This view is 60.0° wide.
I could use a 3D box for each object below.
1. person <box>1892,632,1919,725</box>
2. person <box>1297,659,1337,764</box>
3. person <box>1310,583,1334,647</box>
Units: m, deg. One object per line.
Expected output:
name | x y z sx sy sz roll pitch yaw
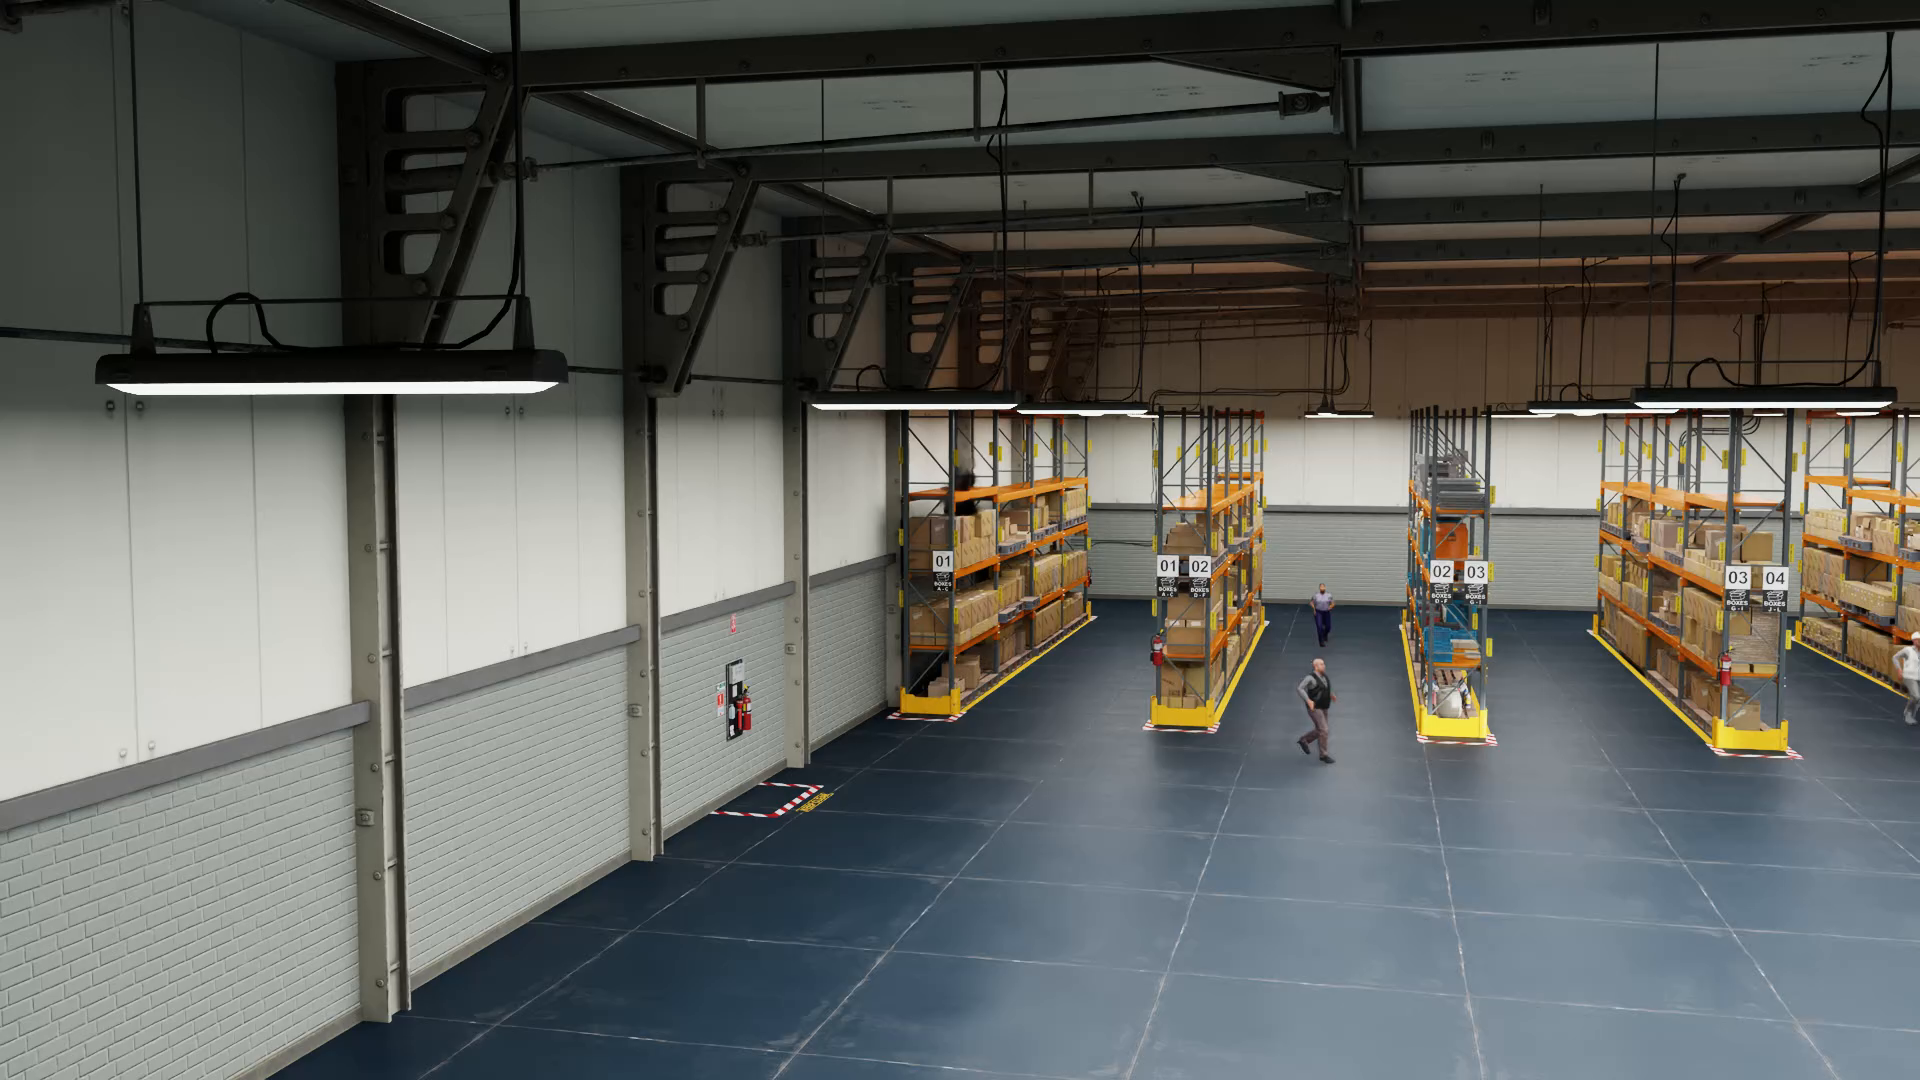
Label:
person | 17.932 2.601 31.177 0.644 1.749 0.642 0 4 0
person | 5.999 2.855 28.005 0.671 1.727 0.822 -4 6 -43
person | 9.197 1.900 42.250 0.590 1.590 0.556 0 4 7
